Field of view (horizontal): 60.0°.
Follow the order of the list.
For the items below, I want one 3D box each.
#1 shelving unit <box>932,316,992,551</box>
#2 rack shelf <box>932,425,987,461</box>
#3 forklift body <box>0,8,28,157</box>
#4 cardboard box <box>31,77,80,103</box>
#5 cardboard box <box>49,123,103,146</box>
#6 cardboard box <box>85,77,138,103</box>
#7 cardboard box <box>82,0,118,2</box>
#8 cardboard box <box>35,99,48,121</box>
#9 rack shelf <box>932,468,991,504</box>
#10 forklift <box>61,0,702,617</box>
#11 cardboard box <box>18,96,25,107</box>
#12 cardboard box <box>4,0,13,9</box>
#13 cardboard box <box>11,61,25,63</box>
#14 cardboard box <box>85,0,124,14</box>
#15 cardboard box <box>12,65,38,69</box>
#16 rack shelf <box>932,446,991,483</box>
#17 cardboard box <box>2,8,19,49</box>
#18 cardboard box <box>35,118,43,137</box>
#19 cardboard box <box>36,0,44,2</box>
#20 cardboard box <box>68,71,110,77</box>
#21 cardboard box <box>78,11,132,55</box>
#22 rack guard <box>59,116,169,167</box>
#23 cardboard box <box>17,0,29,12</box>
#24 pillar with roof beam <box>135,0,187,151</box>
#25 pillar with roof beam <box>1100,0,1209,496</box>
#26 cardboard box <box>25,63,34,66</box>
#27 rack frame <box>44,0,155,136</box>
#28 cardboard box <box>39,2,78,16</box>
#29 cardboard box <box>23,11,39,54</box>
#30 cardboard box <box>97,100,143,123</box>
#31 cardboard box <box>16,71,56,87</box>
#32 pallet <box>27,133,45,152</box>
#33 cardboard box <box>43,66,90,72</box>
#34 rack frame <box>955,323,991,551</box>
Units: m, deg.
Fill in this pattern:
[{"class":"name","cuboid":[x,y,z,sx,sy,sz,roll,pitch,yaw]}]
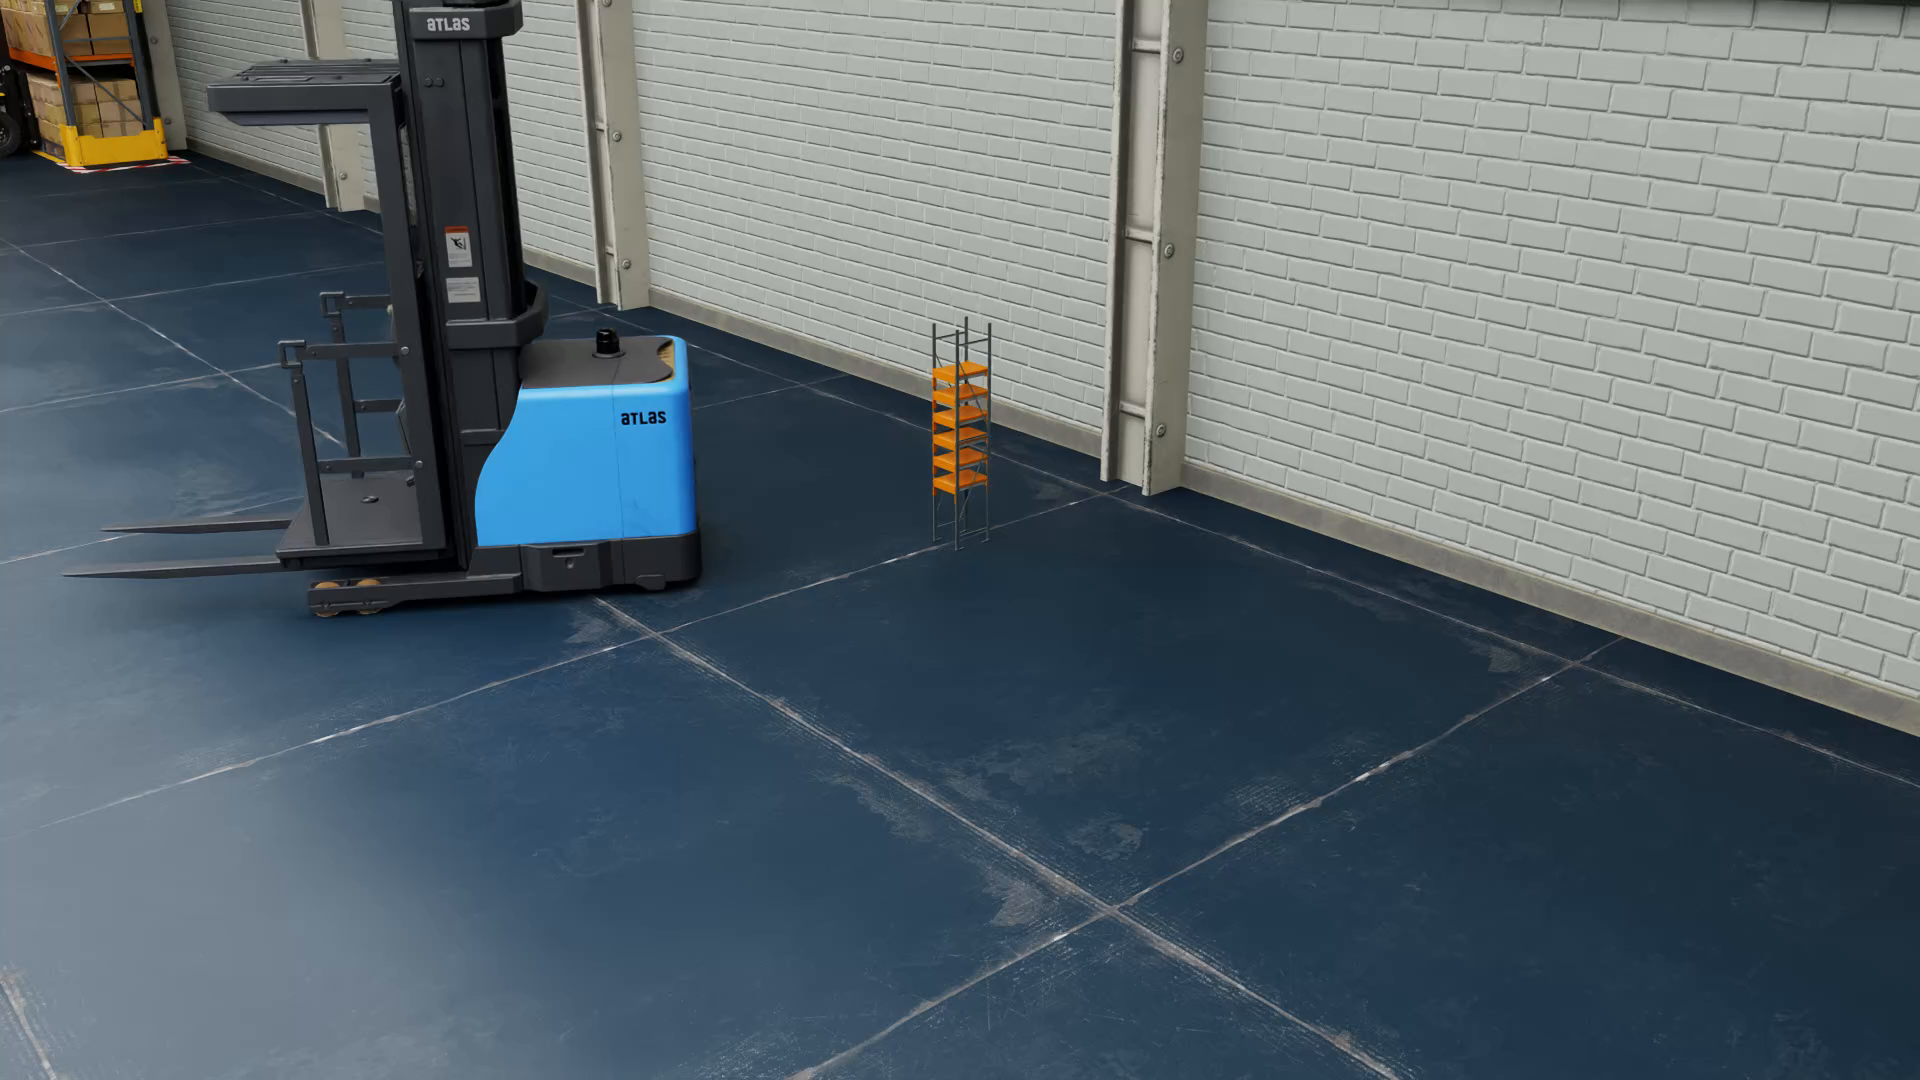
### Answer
[{"class":"shelving unit","cuboid":[0.009,-0.555,8.755,0.258,1.200,0.189,-17,27,-37]},{"class":"rack shelf","cuboid":[0.009,-0.513,8.771,0.258,0.103,0.180,-17,27,-37]},{"class":"forklift body","cuboid":[-13.520,-6.002,21.359,2.313,2.155,1.214,-17,27,-37]},{"class":"cardboard box","cuboid":[-11.775,-5.881,21.710,0.500,0.250,0.500,-17,27,-36]},{"class":"cardboard box","cuboid":[-11.446,-5.278,21.540,0.500,0.250,0.500,-17,27,-37]},{"class":"cardboard box","cuboid":[-11.070,-5.866,21.672,0.500,0.250,0.500,-18,28,-38]},{"class":"cardboard box","cuboid":[-10.957,-6.939,21.152,0.380,0.149,0.250,-18,28,-38]},{"class":"cardboard box","cuboid":[-11.774,-5.657,21.823,0.500,0.250,0.500,-18,28,-38]},{"class":"rack shelf","cuboid":[0.009,-0.290,8.859,0.258,0.103,0.180,-17,27,-37]},{"class":"forklift","cuboid":[-2.862,-1.200,8.030,3.031,2.935,1.130,-3,22,-9]},{"class":"cardboard box","cuboid":[-12.451,-5.934,22.530,0.500,0.250,0.500,-18,27,-38]},{"class":"cardboard box","cuboid":[-12.508,-7.179,22.173,0.380,0.149,0.250,-18,28,-38]},{"class":"cardboard box","cuboid":[-14.361,-6.860,25.067,0.875,0.625,0.625,-18,28,-38]},{"class":"cardboard box","cuboid":[-10.925,-6.812,21.236,0.380,0.149,0.250,-18,28,-39]},{"class":"cardboard box","cuboid":[-13.107,-6.442,23.141,0.500,0.250,0.500,-17,27,-37]},{"class":"rack shelf","cuboid":[0.009,-0.402,8.815,0.258,0.103,0.180,-17,27,-37]},{"class":"cardboard box","cuboid":[-12.423,-6.851,22.226,0.500,0.500,0.500,-17,27,-37]},{"class":"cardboard box","cuboid":[-12.083,-5.558,22.255,0.500,0.250,0.500,-17,27,-37]},{"class":"cardboard box","cuboid":[-11.478,-6.904,21.065,0.380,0.149,0.250,-17,27,-37]},{"class":"cardboard box","cuboid":[-11.718,-6.144,22.382,0.500,0.250,0.500,-18,27,-38]},{"class":"cardboard box","cuboid":[-11.013,-6.557,21.476,0.500,0.500,0.500,-16,27,-36]},{"class":"rack guard","cuboid":[-10.884,-5.137,21.415,1.175,0.500,0.348,-17,27,-37]},{"class":"cardboard box","cuboid":[-12.014,-6.969,21.637,0.380,0.149,0.250,-19,28,-39]},{"class":"pillar with roof beam","cuboid":[-13.933,-8.483,18.304,9.100,9.000,0.400,-17,27,-37]},{"class":"pillar with roof beam","cuboid":[-2.184,-3.510,5.607,9.100,9.000,0.400,-17,27,-37]},{"class":"cardboard box","cuboid":[-13.043,-6.704,23.810,0.500,0.250,0.500,-17,27,-36]},{"class":"rack frame","cuboid":[-10.900,-6.308,20.976,1.000,3.000,0.127,-17,27,-37]},{"class":"cardboard box","cuboid":[-11.339,-6.685,20.914,0.380,0.149,0.250,-17,27,-37]},{"class":"cardboard box","cuboid":[-11.752,-6.573,21.517,0.500,0.500,0.500,-16,27,-36]},{"class":"cardboard box","cuboid":[-11.050,-5.635,21.767,0.500,0.250,0.500,-17,27,-36]},{"class":"cardboard box","cuboid":[-12.437,-6.160,22.422,0.500,0.250,0.500,-18,28,-38]},{"class":"pallet","cuboid":[-12.223,-5.548,22.859,1.003,0.211,1.213,-17,27,-37]},{"class":"cardboard box","cuboid":[-12.381,-6.424,23.097,0.500,0.250,0.500,-17,27,-37]},{"class":"rack frame","cuboid":[0.069,-0.529,8.690,0.240,1.200,0.006,-17,27,-37]}]
